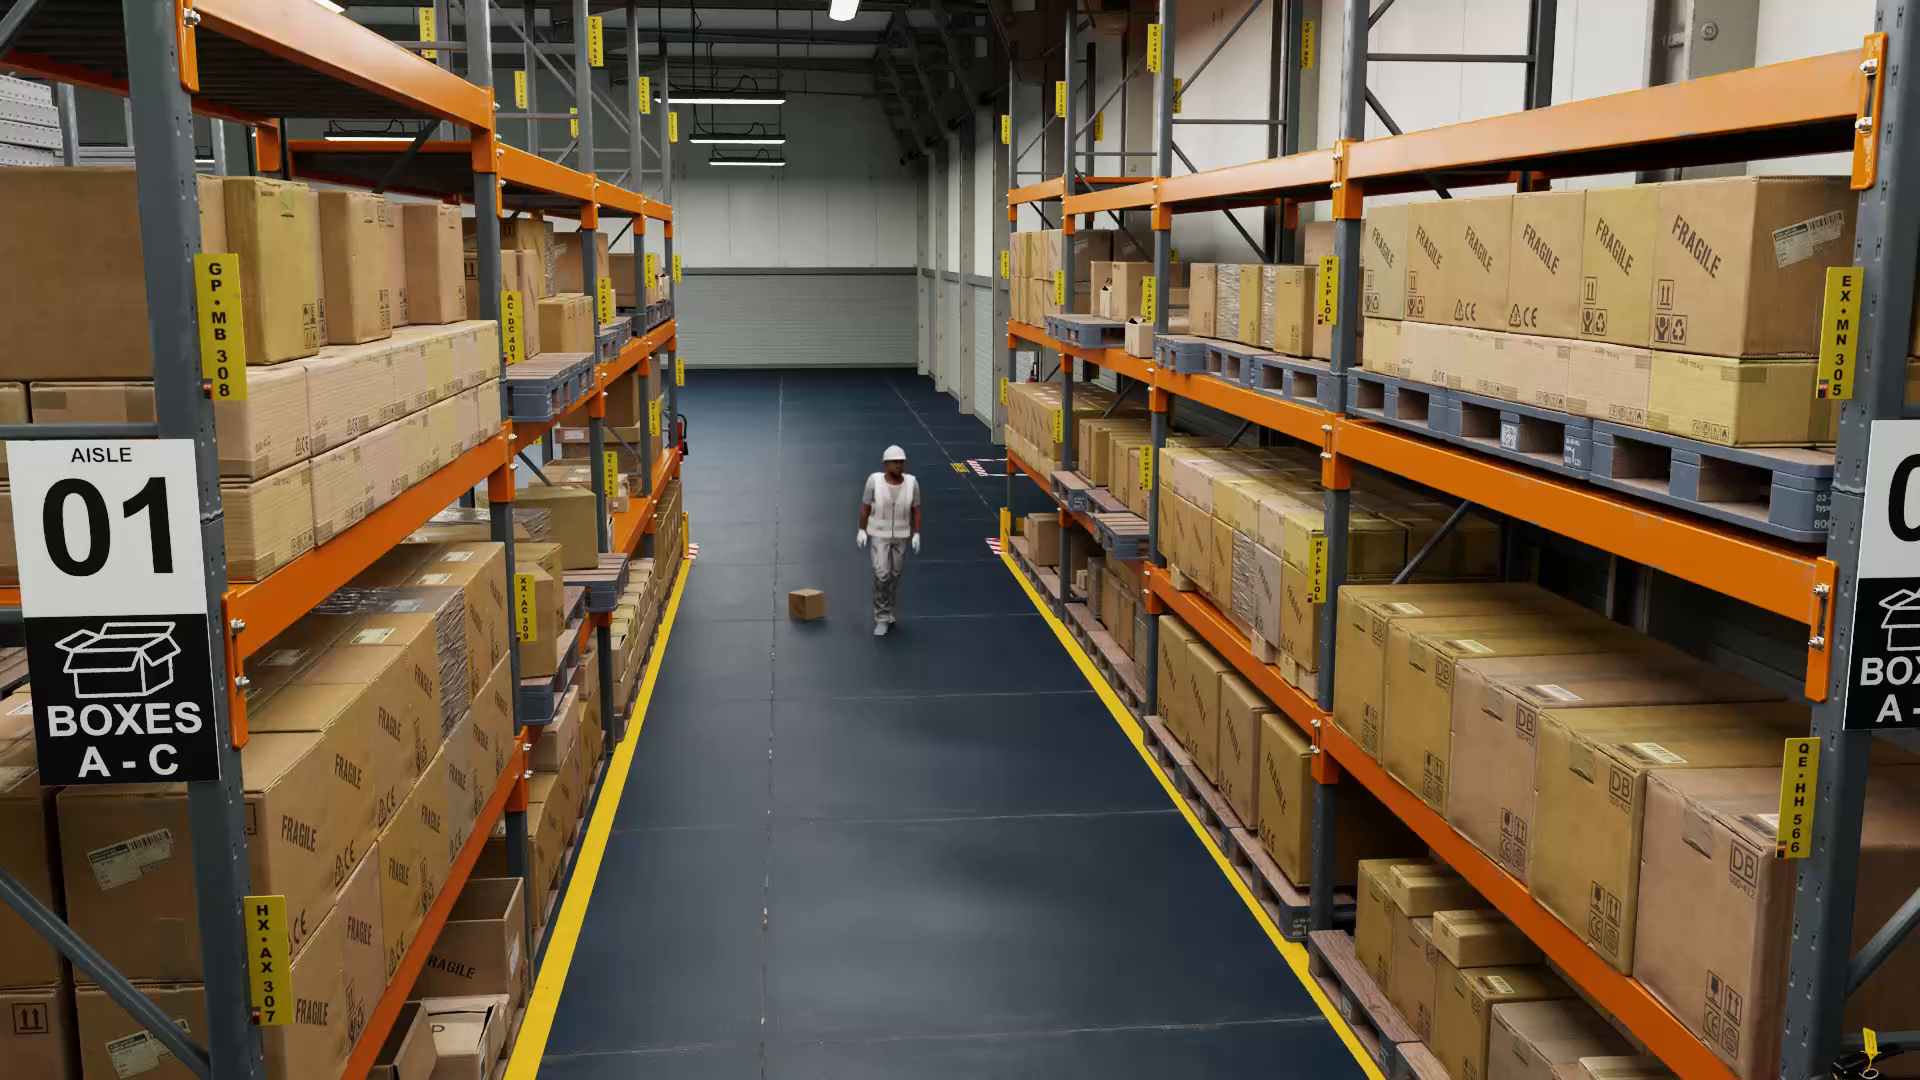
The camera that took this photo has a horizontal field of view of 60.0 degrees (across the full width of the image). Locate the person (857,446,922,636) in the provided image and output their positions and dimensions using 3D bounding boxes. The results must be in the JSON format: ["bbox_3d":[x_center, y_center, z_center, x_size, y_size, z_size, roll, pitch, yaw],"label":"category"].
[{"bbox_3d":[-0.671,-0.012,15.968,0.592,1.812,0.602,-4,10,-19],"label":"person"}]
